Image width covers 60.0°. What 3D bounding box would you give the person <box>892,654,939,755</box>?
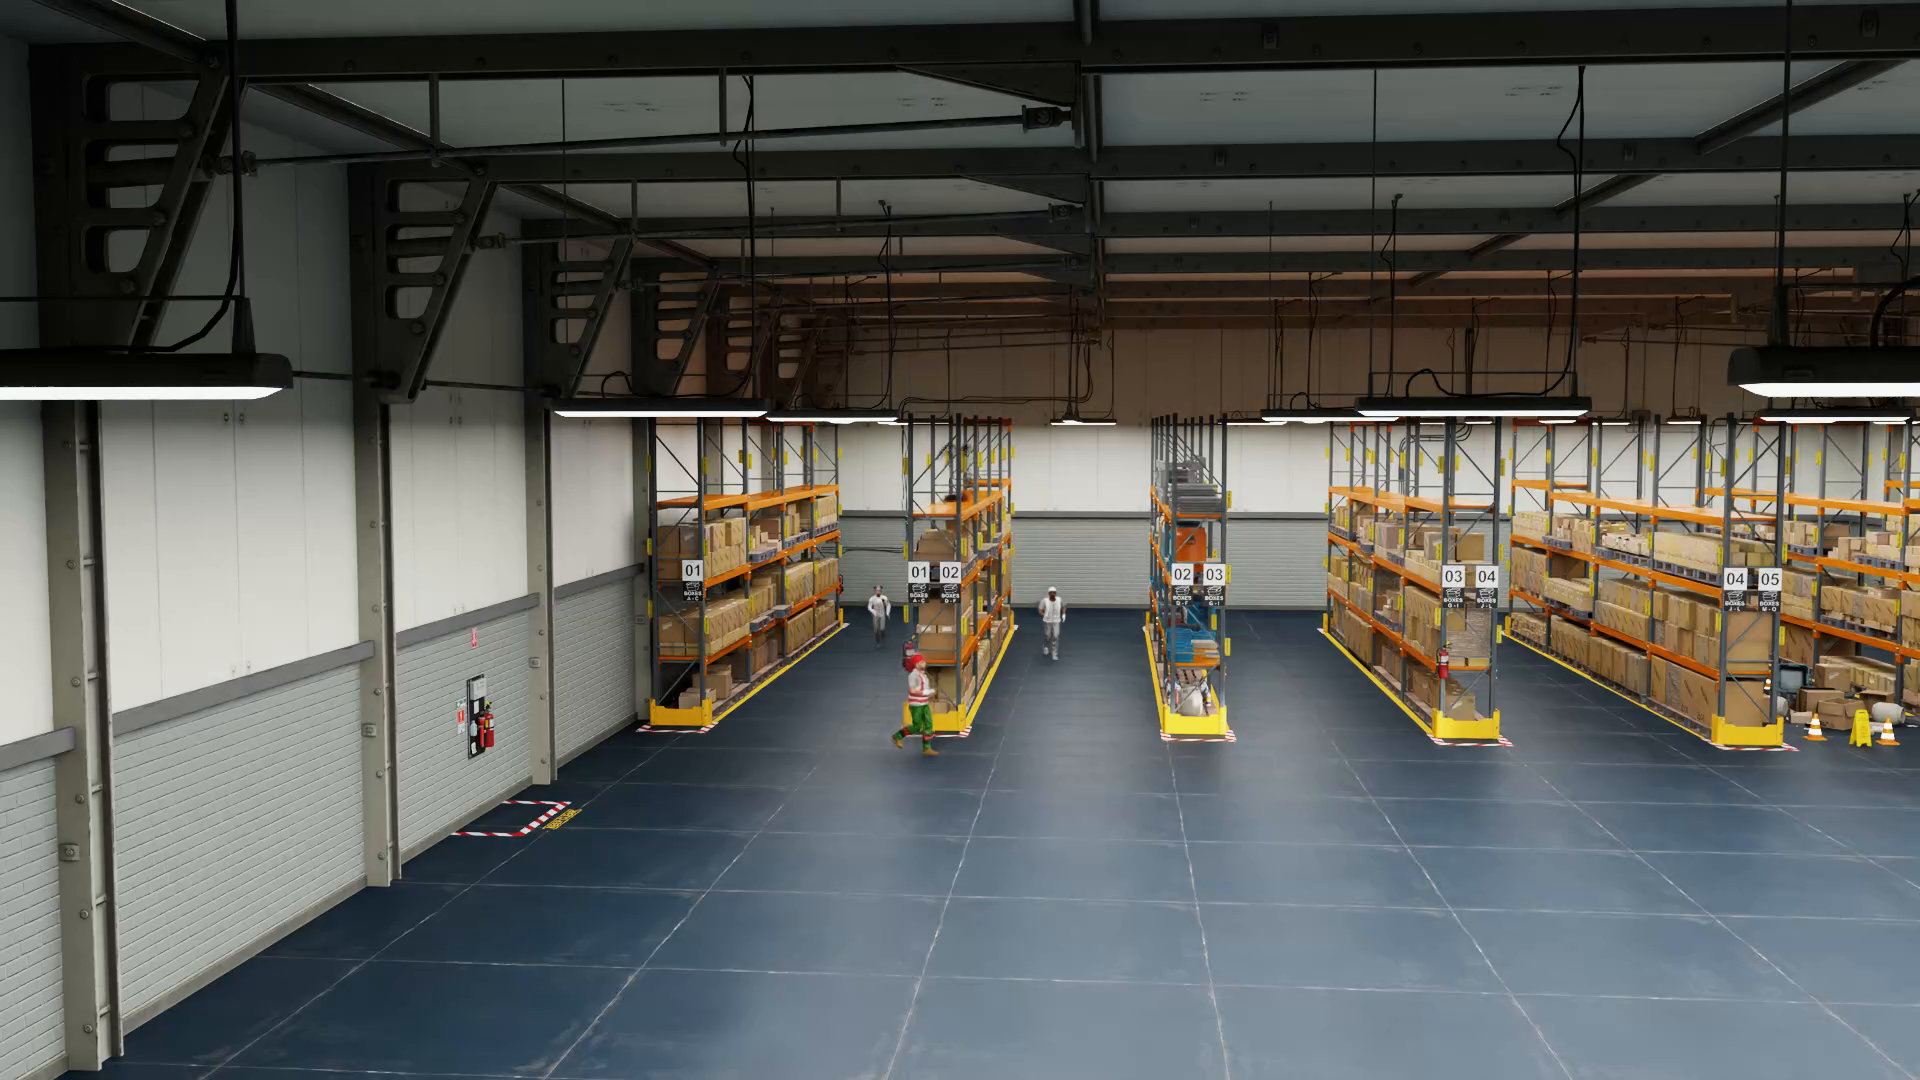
[{"bbox_3d":[-0.763,2.874,29.090,0.860,1.765,0.659,2,4,21],"label":"person"}]

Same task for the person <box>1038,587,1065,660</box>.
[{"bbox_3d":[2.288,2.053,41.331,0.708,1.789,0.852,0,4,-7],"label":"person"}]

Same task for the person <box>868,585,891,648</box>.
[{"bbox_3d":[-2.096,1.992,43.186,0.593,1.646,0.633,0,4,-2],"label":"person"}]
